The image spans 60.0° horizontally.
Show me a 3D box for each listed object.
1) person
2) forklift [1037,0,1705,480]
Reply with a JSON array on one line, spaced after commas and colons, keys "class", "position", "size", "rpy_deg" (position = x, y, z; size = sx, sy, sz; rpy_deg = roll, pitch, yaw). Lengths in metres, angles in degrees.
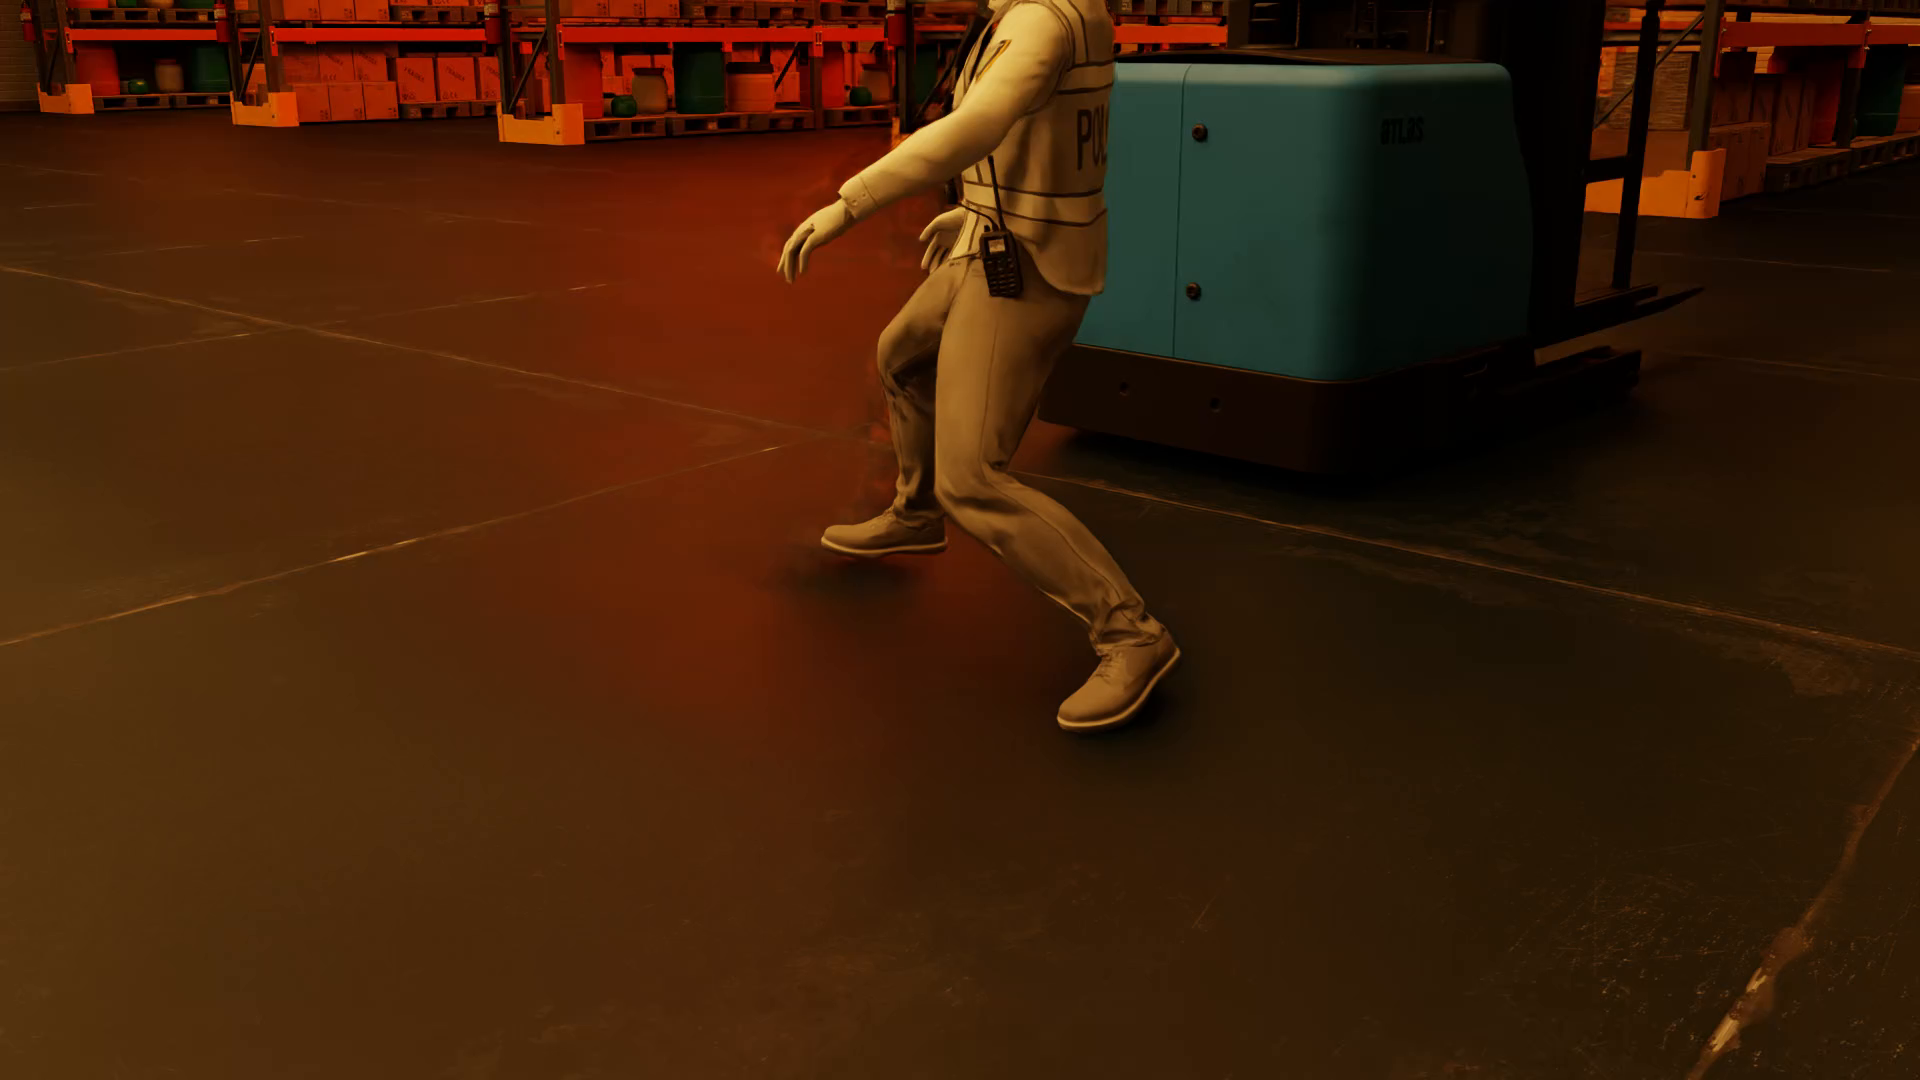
[{"class": "person", "position": [0.032, -0.527, 3.124], "size": [0.858, 1.493, 0.927], "rpy_deg": [4, 17, 12]}, {"class": "forklift", "position": [1.595, -1.913, 5.197], "size": [1.130, 2.935, 3.031], "rpy_deg": [15, 22, 41]}]
